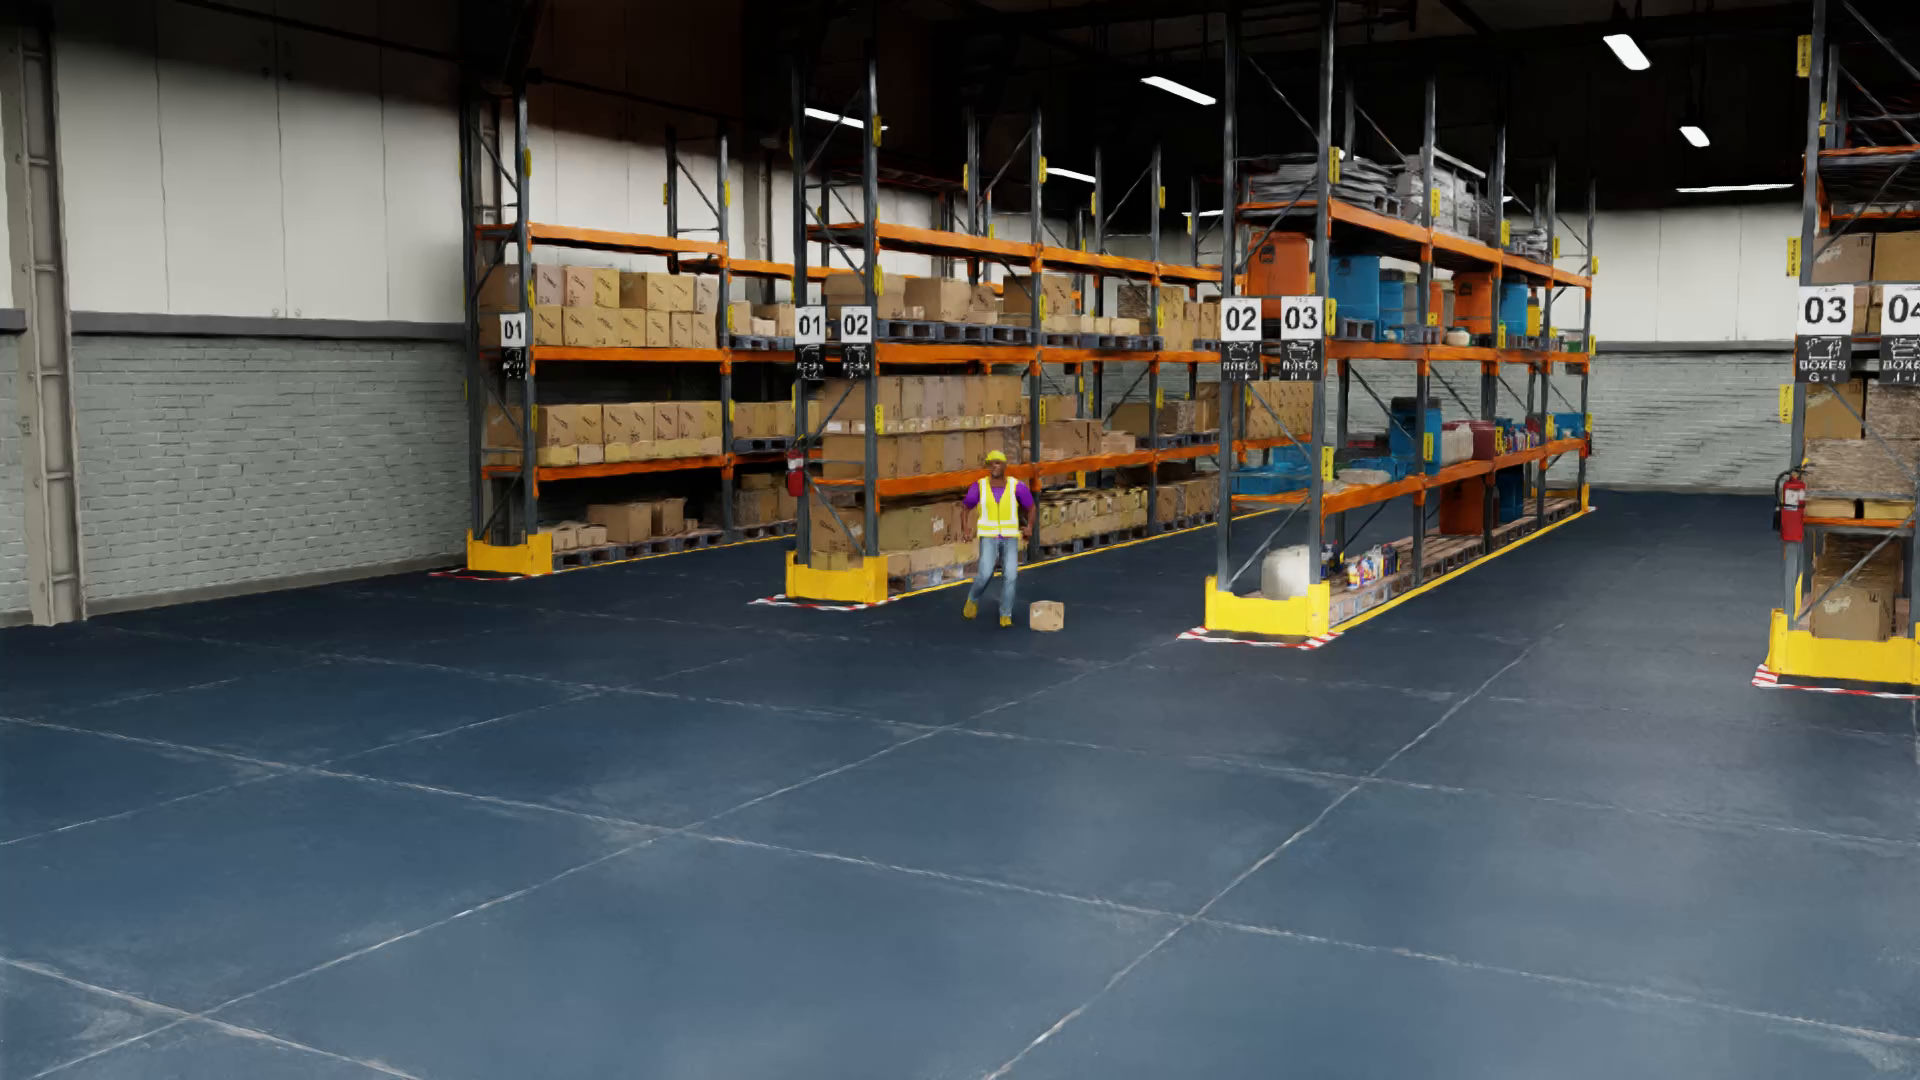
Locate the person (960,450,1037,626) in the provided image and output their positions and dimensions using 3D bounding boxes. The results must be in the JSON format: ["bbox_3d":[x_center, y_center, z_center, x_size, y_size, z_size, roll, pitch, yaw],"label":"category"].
[{"bbox_3d":[0.395,-0.020,16.402,0.756,1.731,0.503,-1,6,-6],"label":"person"}]
